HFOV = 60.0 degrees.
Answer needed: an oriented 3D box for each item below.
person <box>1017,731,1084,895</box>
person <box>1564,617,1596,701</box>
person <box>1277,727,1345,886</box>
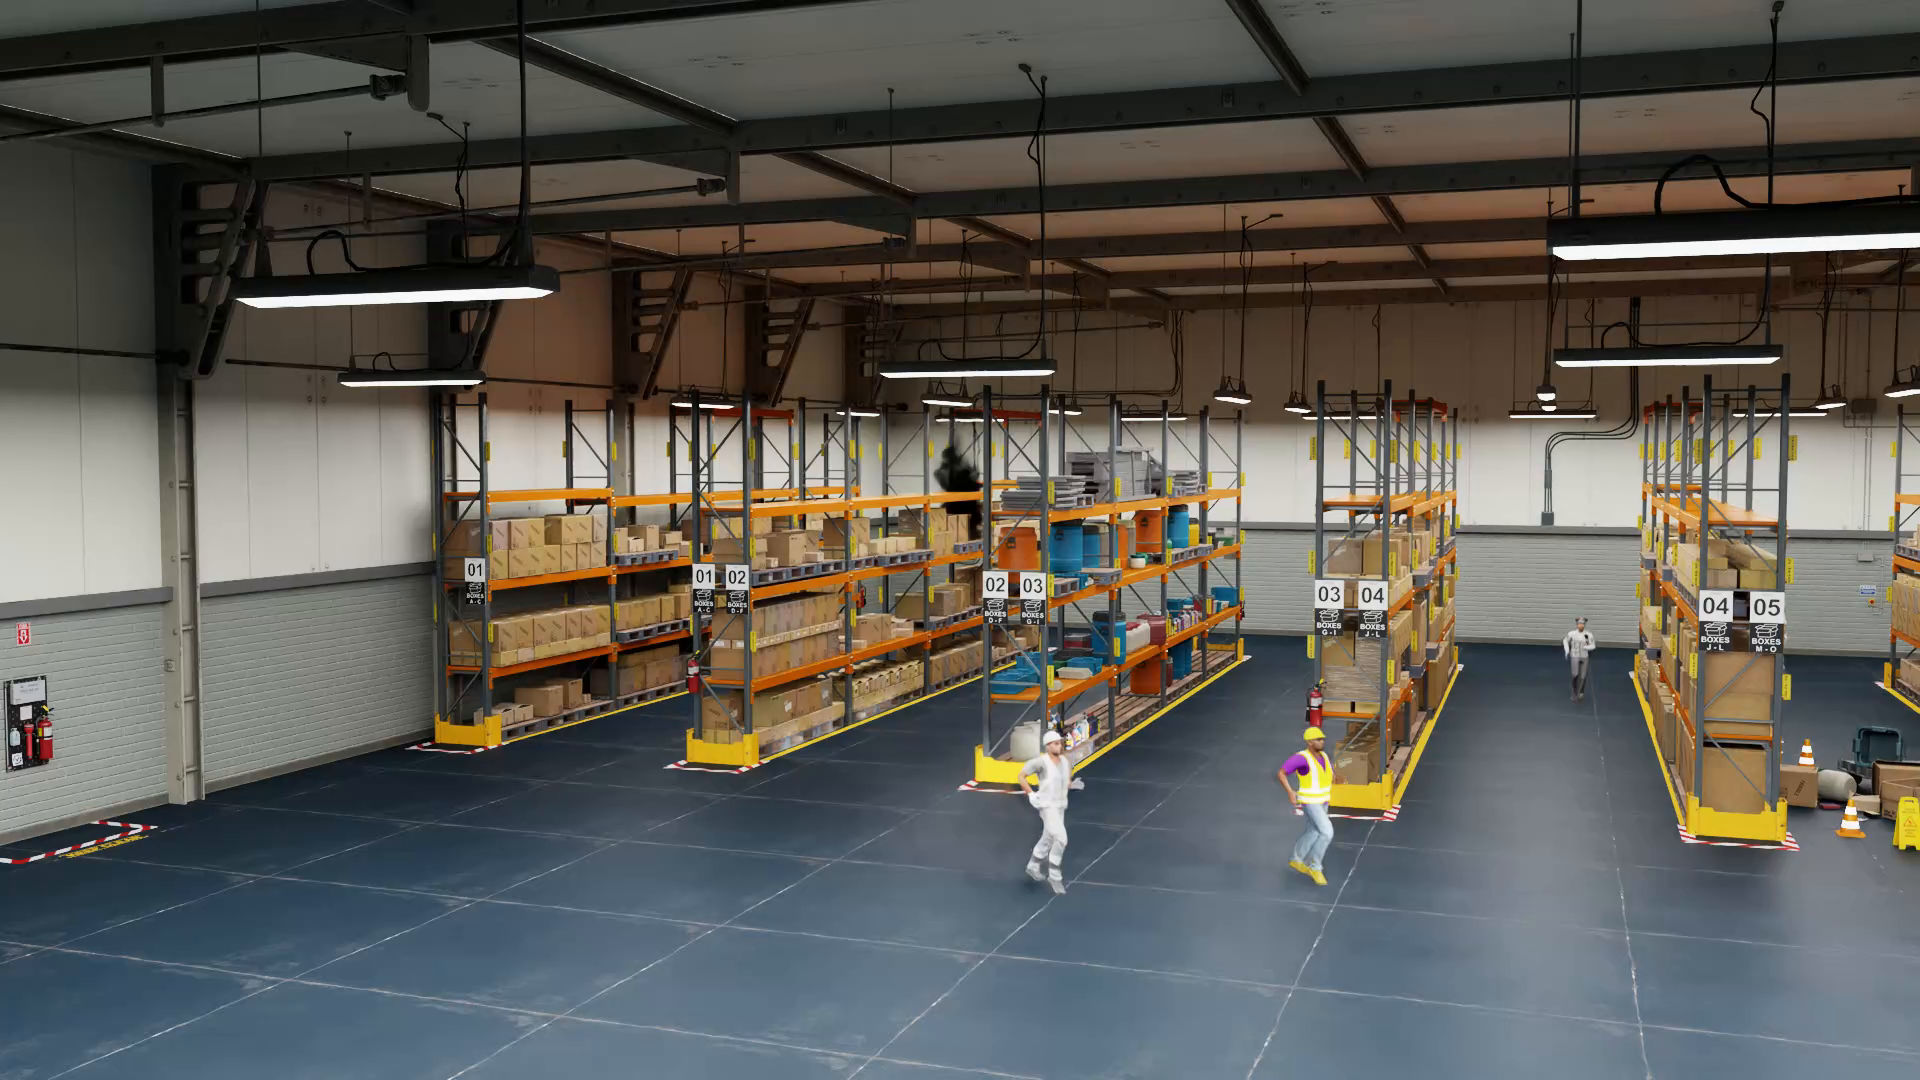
[{"bbox_3d":[1.050,3.100,19.019,0.784,1.846,0.631,3,4,41],"label":"person"},{"bbox_3d":[12.418,2.384,33.323,0.583,1.700,0.678,1,3,16],"label":"person"},{"bbox_3d":[4.131,3.091,19.370,0.751,1.823,0.669,3,4,44],"label":"person"}]
